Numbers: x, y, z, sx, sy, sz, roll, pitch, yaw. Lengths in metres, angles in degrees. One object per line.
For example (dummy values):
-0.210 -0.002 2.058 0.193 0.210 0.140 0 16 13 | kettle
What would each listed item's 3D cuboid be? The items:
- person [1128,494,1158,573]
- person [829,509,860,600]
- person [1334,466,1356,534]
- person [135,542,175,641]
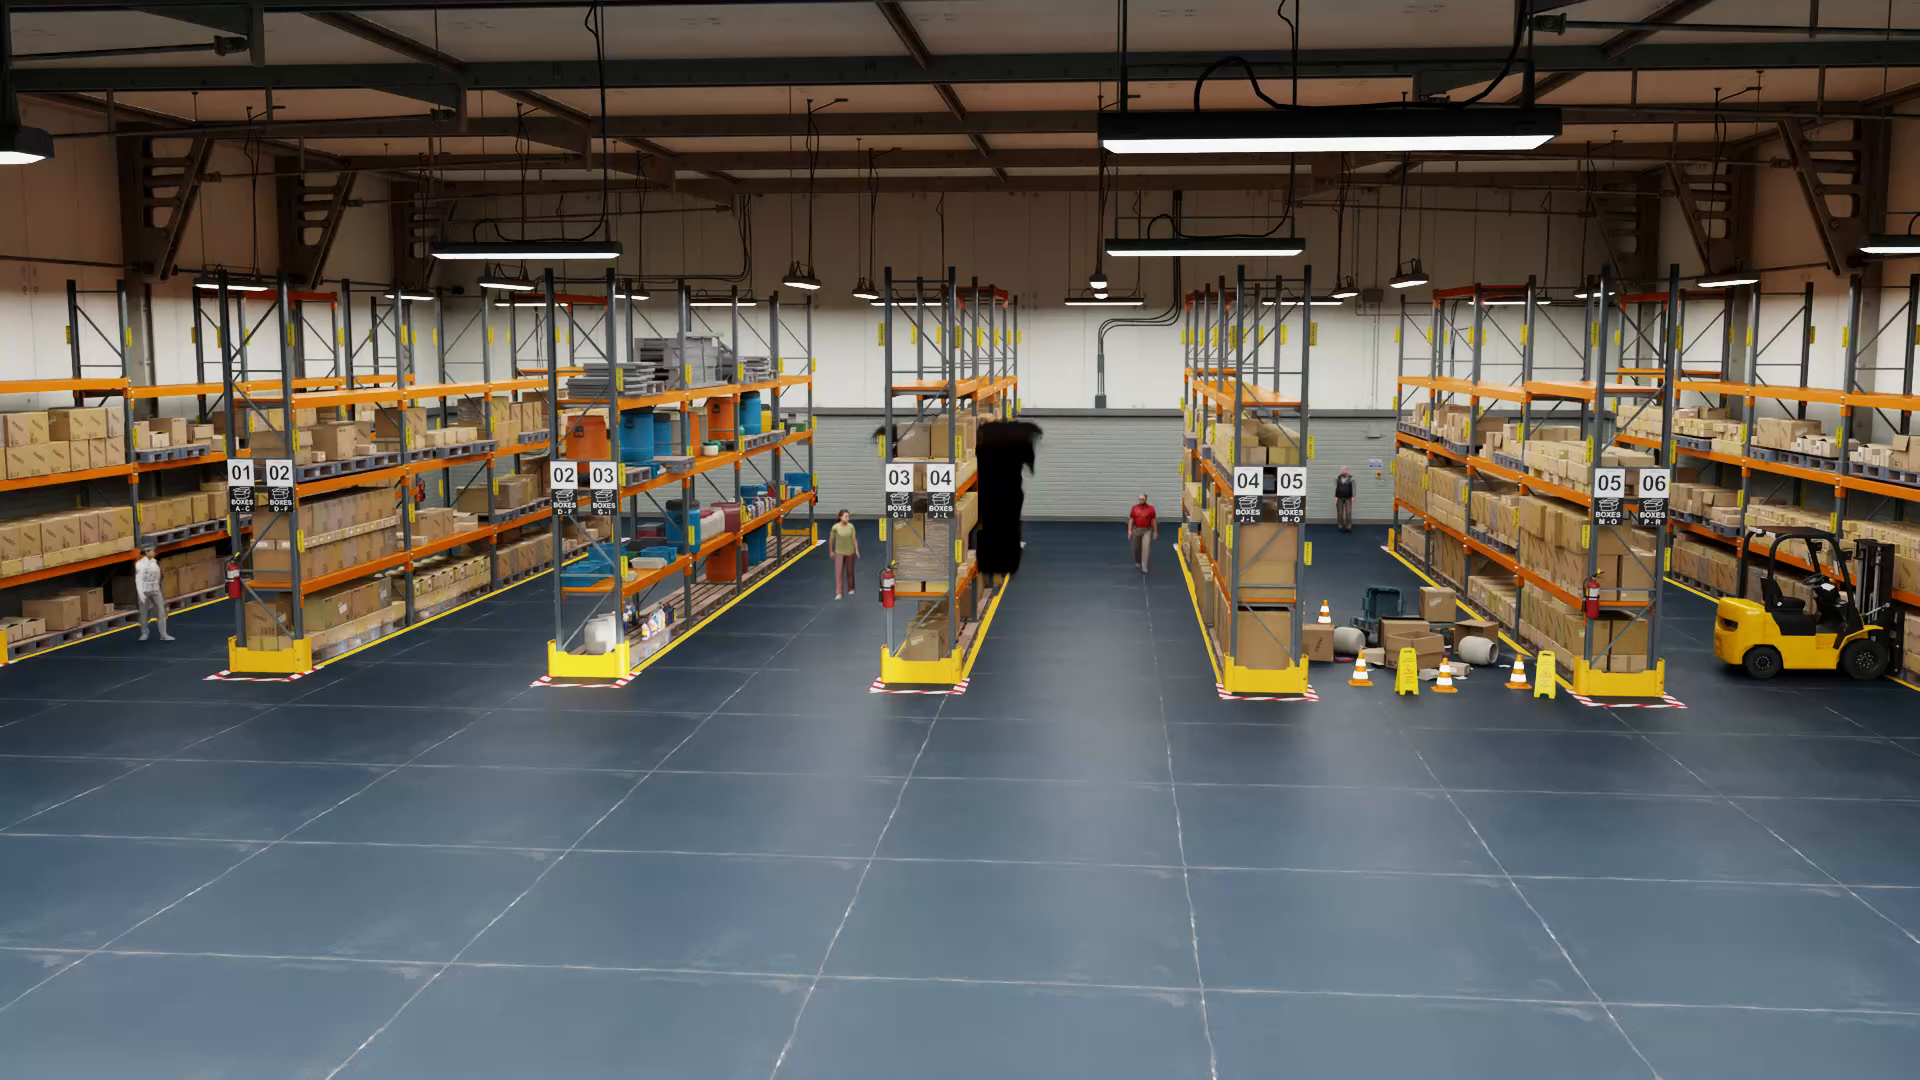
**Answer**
3.916 -0.175 35.580 0.624 1.637 1.032 1 7 11 | person
-2.090 0.247 30.066 0.562 1.630 0.986 0 7 3 | person
9.914 -1.036 42.790 0.549 1.751 0.544 1 7 6 | person
-13.395 0.855 27.454 0.611 1.660 0.516 5 9 36 | person
